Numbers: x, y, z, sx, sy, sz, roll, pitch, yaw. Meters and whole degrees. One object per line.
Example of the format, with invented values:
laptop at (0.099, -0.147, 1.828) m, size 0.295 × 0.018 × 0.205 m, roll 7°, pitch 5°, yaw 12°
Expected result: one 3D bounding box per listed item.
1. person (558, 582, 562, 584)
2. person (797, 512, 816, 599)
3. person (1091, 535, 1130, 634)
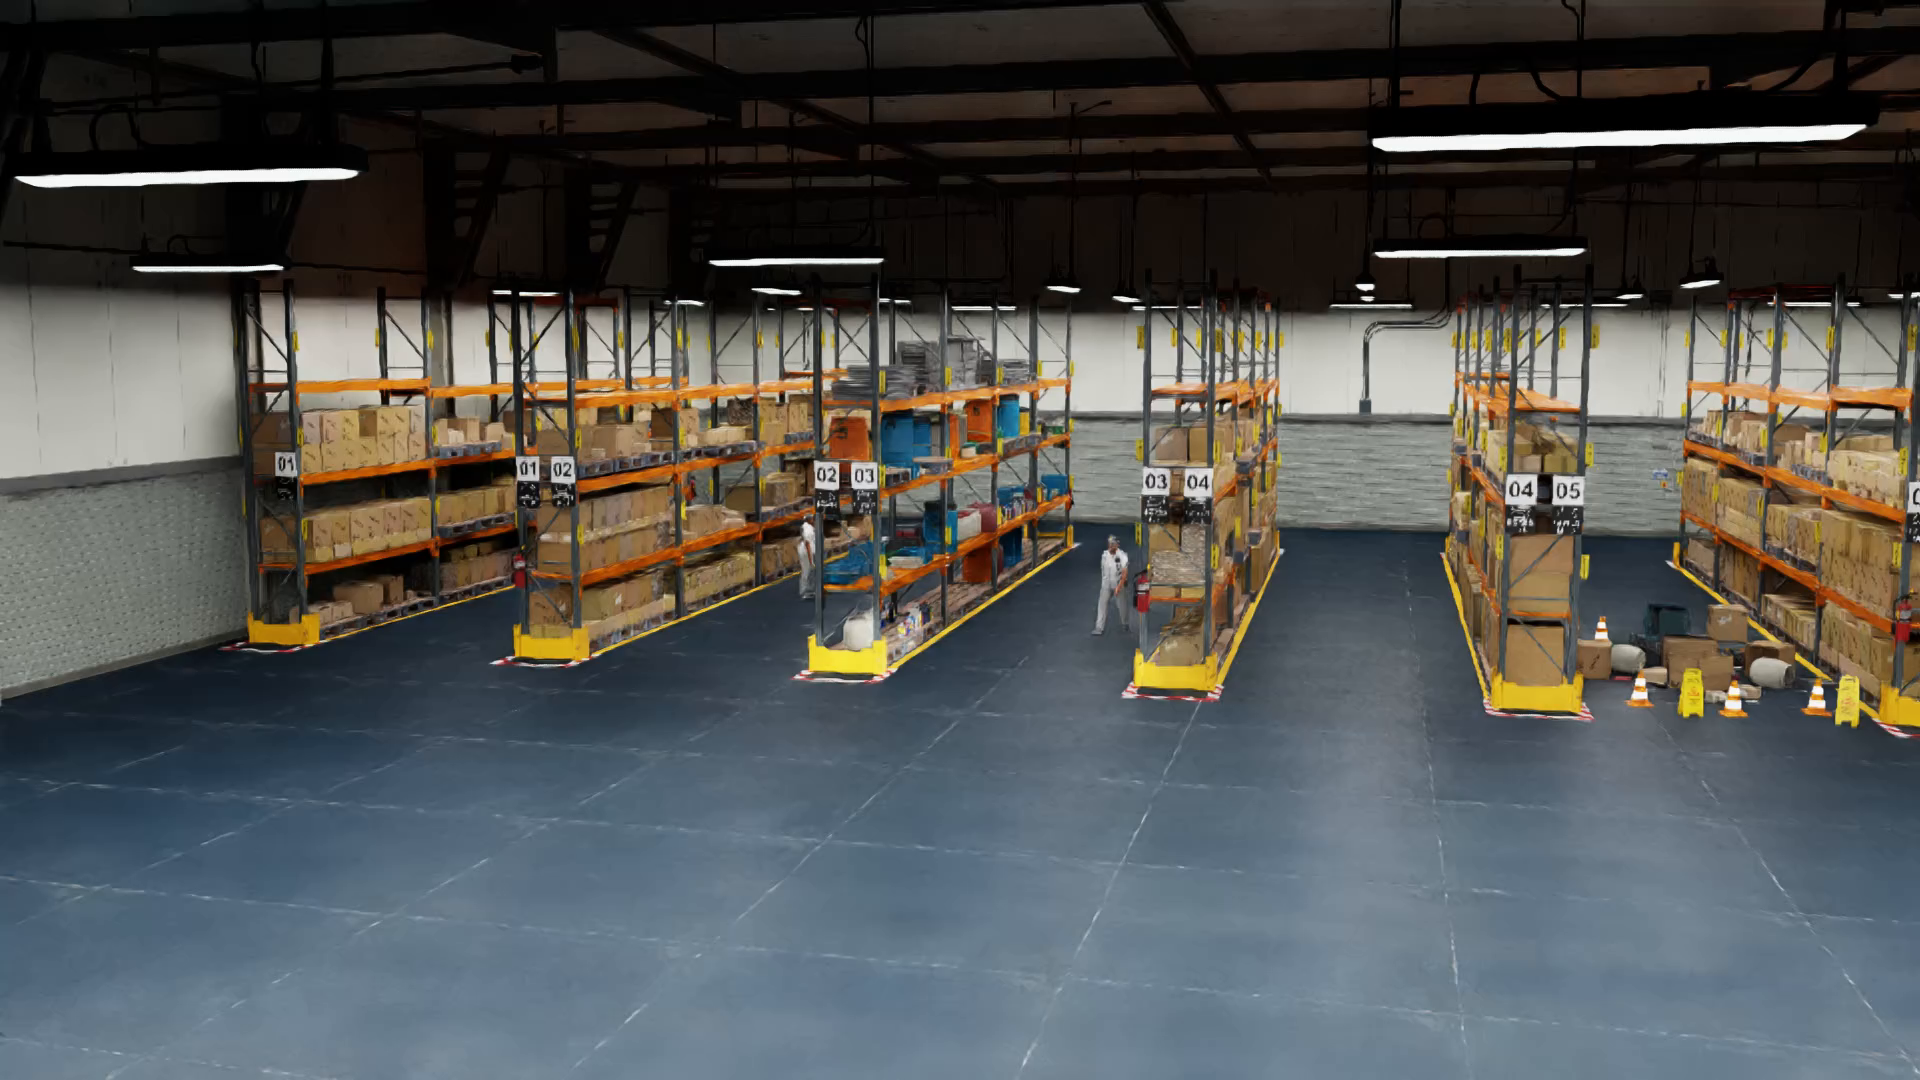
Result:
person at (-7.101, 0.529, 30.327) m, size 0.719 × 1.714 × 0.578 m, roll 2°, pitch 7°, yaw 12°
person at (-2.944, 0.283, 32.421) m, size 0.463 × 1.673 × 0.577 m, roll -1°, pitch 7°, yaw -11°
person at (2.616, 0.748, 28.306) m, size 0.535 × 1.705 × 1.028 m, roll 3°, pitch 8°, yaw 25°
